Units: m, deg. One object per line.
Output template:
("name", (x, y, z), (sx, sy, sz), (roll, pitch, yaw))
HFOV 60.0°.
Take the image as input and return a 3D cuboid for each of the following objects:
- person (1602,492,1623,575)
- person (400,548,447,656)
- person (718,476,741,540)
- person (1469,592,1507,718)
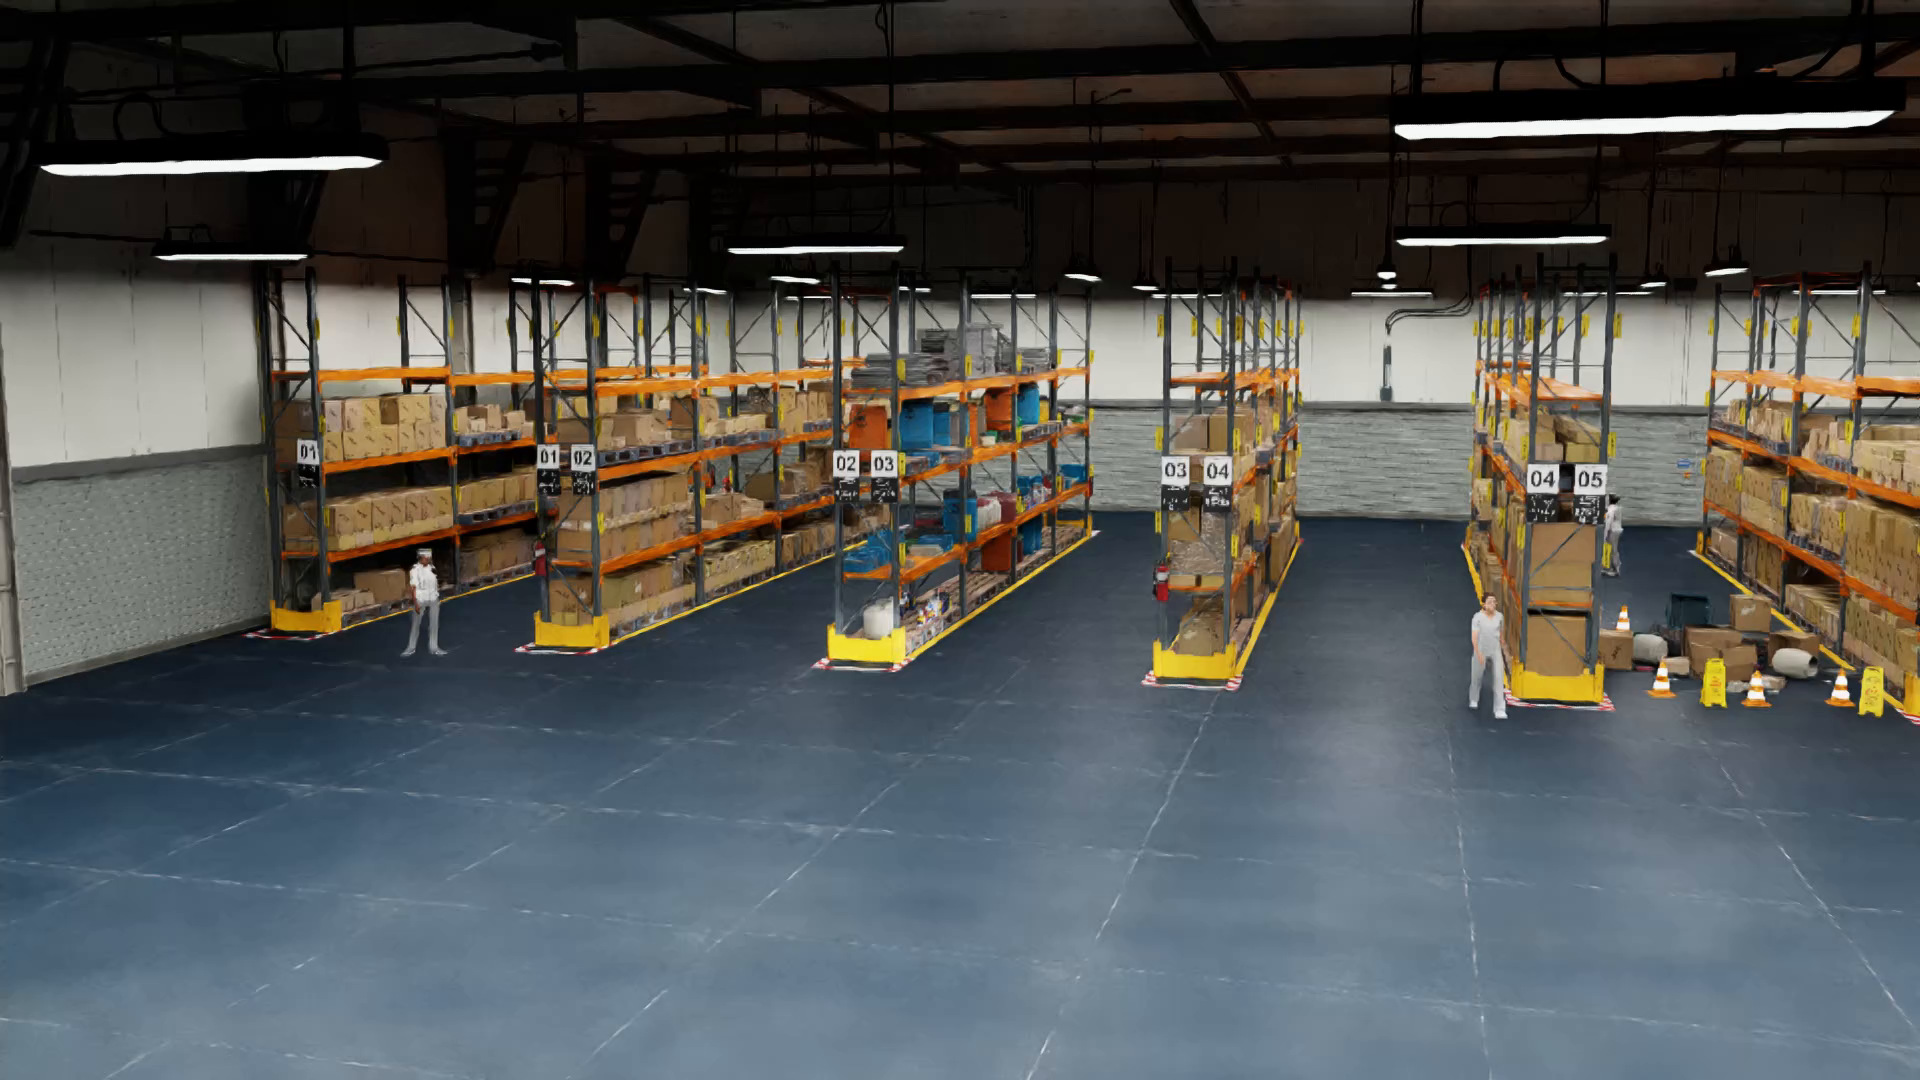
("person", (13.286, -0.130, 33.917), (0.538, 1.654, 0.572), (7, 10, 42))
("person", (-8.268, 0.948, 25.501), (0.649, 1.677, 0.438), (-7, 10, -44))
("person", (-5.159, -0.572, 37.230), (0.677, 1.742, 0.552), (2, 7, 13))
("person", (6.841, 1.462, 21.590), (0.444, 1.604, 1.016), (1, 7, 6))
